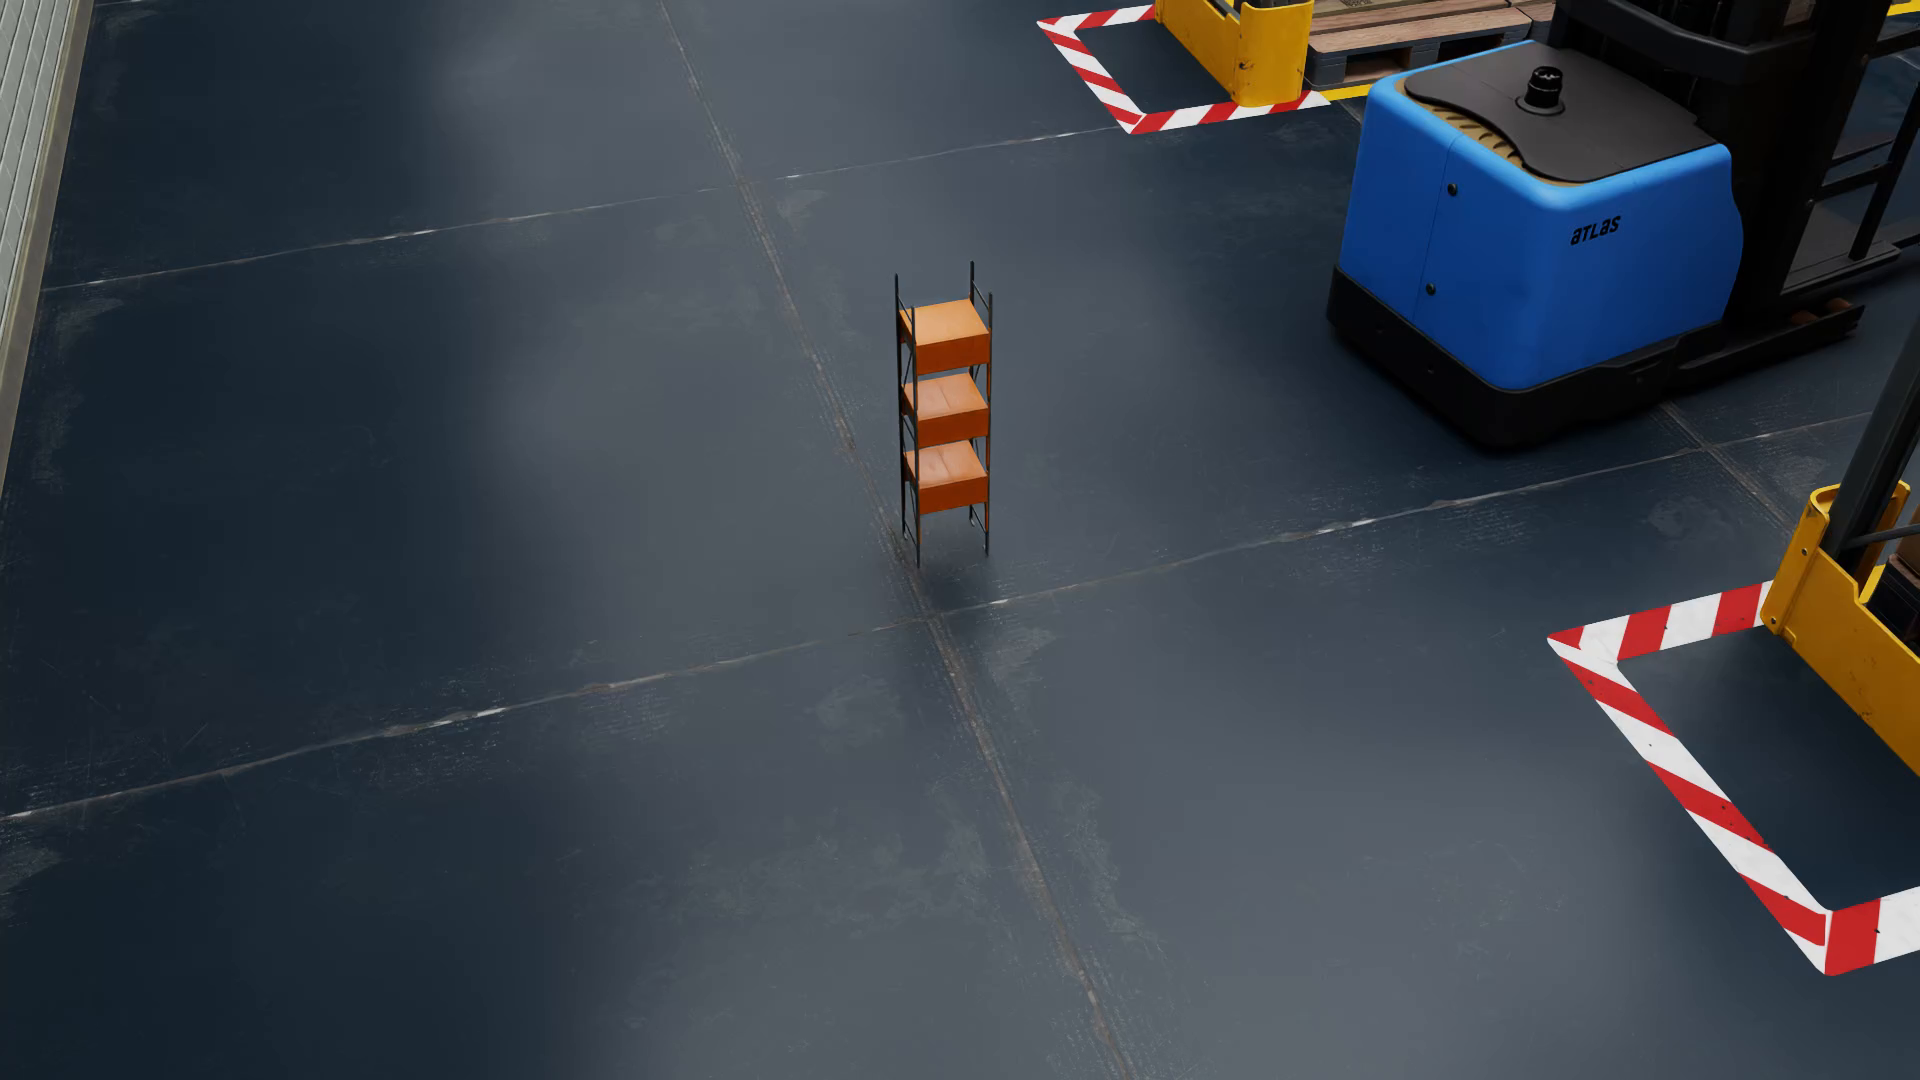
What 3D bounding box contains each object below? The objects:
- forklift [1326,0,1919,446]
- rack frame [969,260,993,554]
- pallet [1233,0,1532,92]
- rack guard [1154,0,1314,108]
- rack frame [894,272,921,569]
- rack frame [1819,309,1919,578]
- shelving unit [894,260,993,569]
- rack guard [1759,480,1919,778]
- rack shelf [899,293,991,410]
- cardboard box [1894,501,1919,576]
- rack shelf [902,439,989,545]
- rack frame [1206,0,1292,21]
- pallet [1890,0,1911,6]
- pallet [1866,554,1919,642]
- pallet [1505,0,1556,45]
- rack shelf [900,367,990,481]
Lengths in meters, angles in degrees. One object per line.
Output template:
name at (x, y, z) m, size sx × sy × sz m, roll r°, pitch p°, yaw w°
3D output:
forklift at (3.016, -2.133, 5.964) m, size 3.031 × 2.935 × 1.130 m, roll -19°, pitch 45°, yaw -21°
rack frame at (0.065, -0.409, 5.420) m, size 0.008 × 1.050 × 0.200 m, roll -12°, pitch 42°, yaw -13°
pallet at (2.190, -2.748, 8.735) m, size 1.213 × 0.211 × 1.003 m, roll -12°, pitch 42°, yaw -13°
rack guard at (1.372, -2.706, 8.467) m, size 0.348 × 0.500 × 1.175 m, roll -12°, pitch 42°, yaw -13°
rack frame at (-0.167, -0.361, 5.365) m, size 0.008 × 1.050 × 0.200 m, roll -12°, pitch 42°, yaw -13°
rack frame at (2.876, -0.551, 4.100) m, size 0.127 × 3.000 × 1.000 m, roll -12°, pitch 42°, yaw -13°
shelving unit at (-0.051, -0.385, 5.392) m, size 0.252 × 1.050 × 0.215 m, roll -12°, pitch 42°, yaw -13°
rack guard at (2.948, 0.376, 4.940) m, size 0.348 × 0.500 × 1.175 m, roll -12°, pitch 42°, yaw -13°
rack shelf at (-0.051, -0.591, 5.213) m, size 0.240 × 0.259 × 0.215 m, roll -12°, pitch 42°, yaw -13°
cardboard box at (3.320, -0.037, 5.078) m, size 0.500 × 0.500 × 0.500 m, roll -12°, pitch 42°, yaw -13°
rack shelf at (-0.051, -0.168, 5.582) m, size 0.240 × 0.259 × 0.215 m, roll -12°, pitch 42°, yaw -13°
rack frame at (1.391, -3.660, 7.659) m, size 0.127 × 3.000 × 1.000 m, roll -12°, pitch 42°, yaw -13°
pallet at (4.517, -3.231, 9.287) m, size 1.213 × 0.211 × 1.003 m, roll -12°, pitch 42°, yaw -13°
pallet at (3.708, 0.327, 5.216) m, size 1.213 × 0.211 × 1.003 m, roll -12°, pitch 42°, yaw -13°
pallet at (3.351, -2.987, 9.008) m, size 1.213 × 0.211 × 1.003 m, roll -12°, pitch 42°, yaw -13°
rack shelf at (-0.051, -0.377, 5.399) m, size 0.240 × 0.259 × 0.215 m, roll -12°, pitch 42°, yaw -13°
